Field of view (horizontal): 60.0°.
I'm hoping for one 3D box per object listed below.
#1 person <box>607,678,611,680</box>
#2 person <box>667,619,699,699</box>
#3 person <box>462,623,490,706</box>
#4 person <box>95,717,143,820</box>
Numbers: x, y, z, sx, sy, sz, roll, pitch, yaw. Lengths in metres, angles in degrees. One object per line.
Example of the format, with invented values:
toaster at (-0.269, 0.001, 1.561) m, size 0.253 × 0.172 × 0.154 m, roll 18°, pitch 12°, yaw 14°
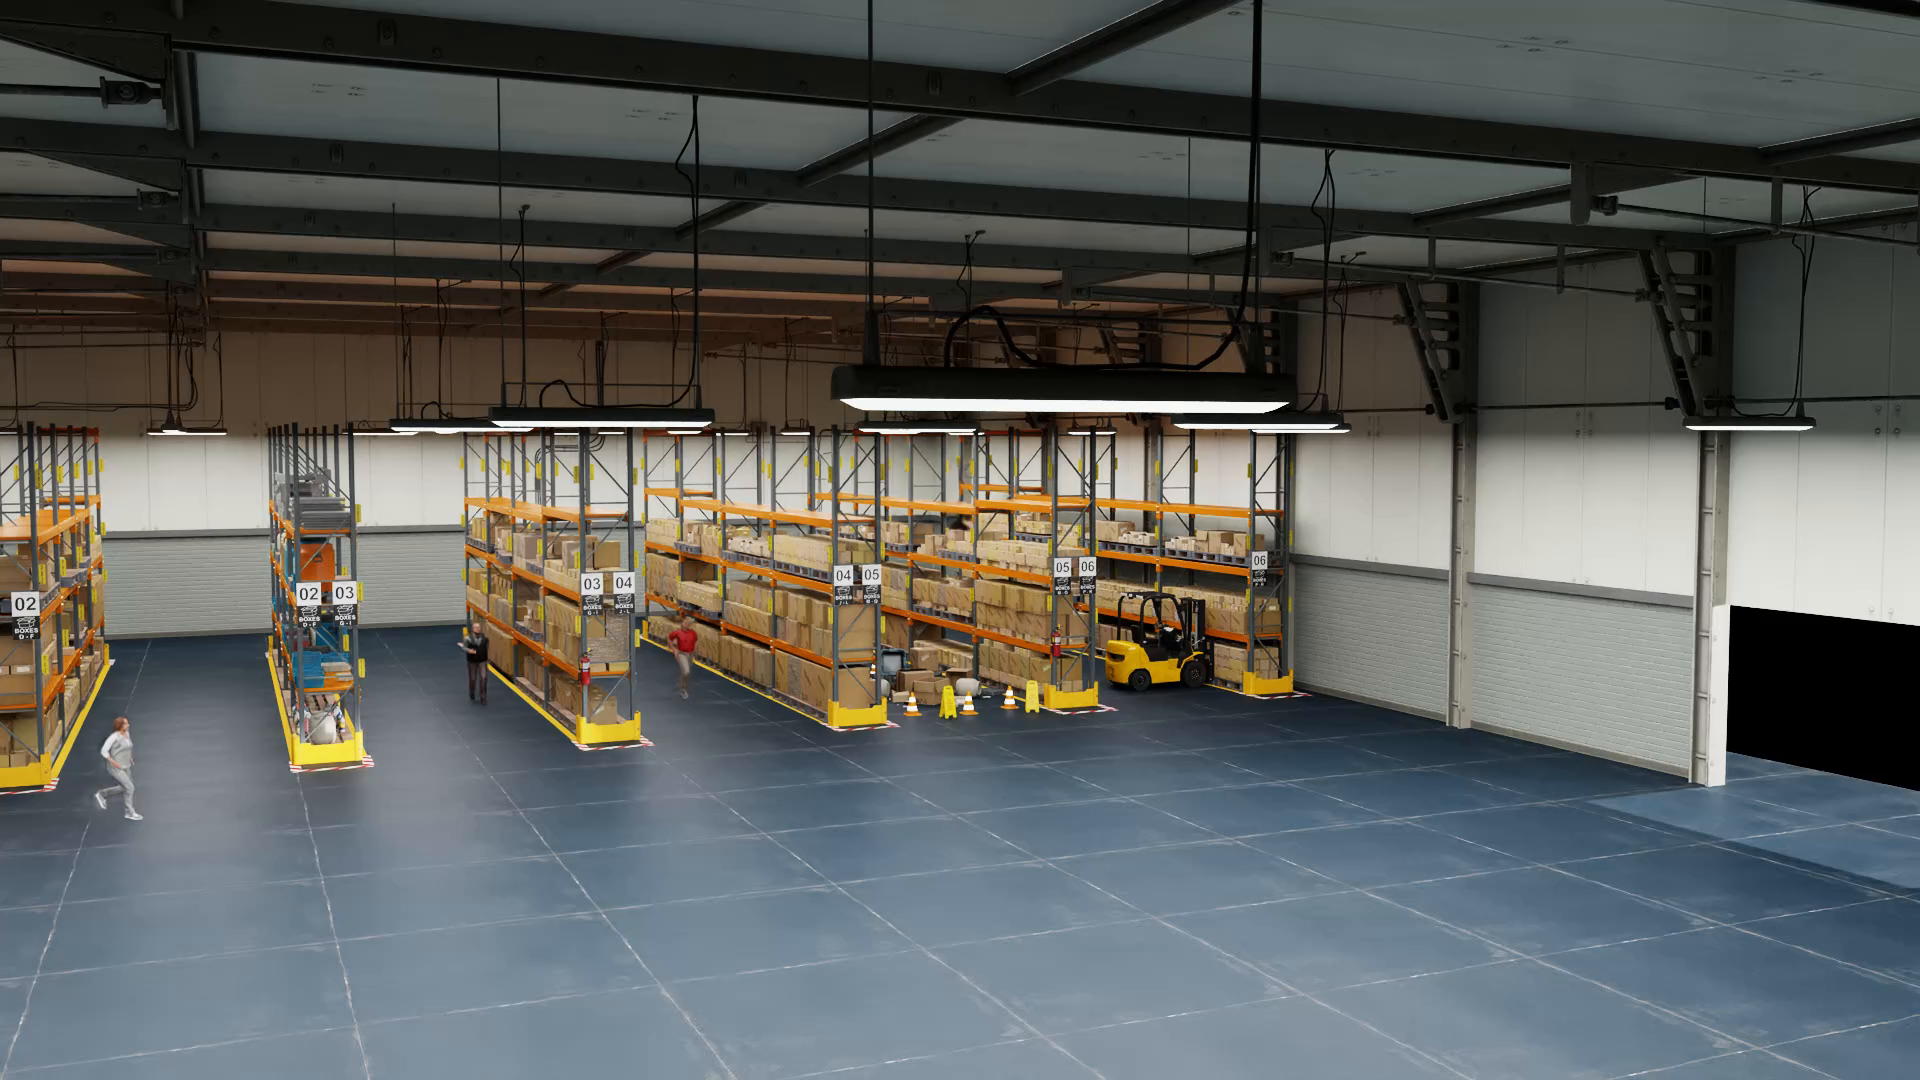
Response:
person at (-8.414, 2.425, 39.733) m, size 0.729 × 1.788 × 0.838 m, roll -2°, pitch 4°, yaw -23°
person at (-6.070, 2.635, 36.754) m, size 0.638 × 1.799 × 0.794 m, roll -3°, pitch 5°, yaw -45°
person at (-10.456, 2.659, 35.945) m, size 0.610 × 1.754 × 0.889 m, roll -1°, pitch 4°, yaw -22°
person at (-12.657, 3.436, 24.933) m, size 0.695 × 1.562 × 0.559 m, roll 0°, pitch 3°, yaw 4°
